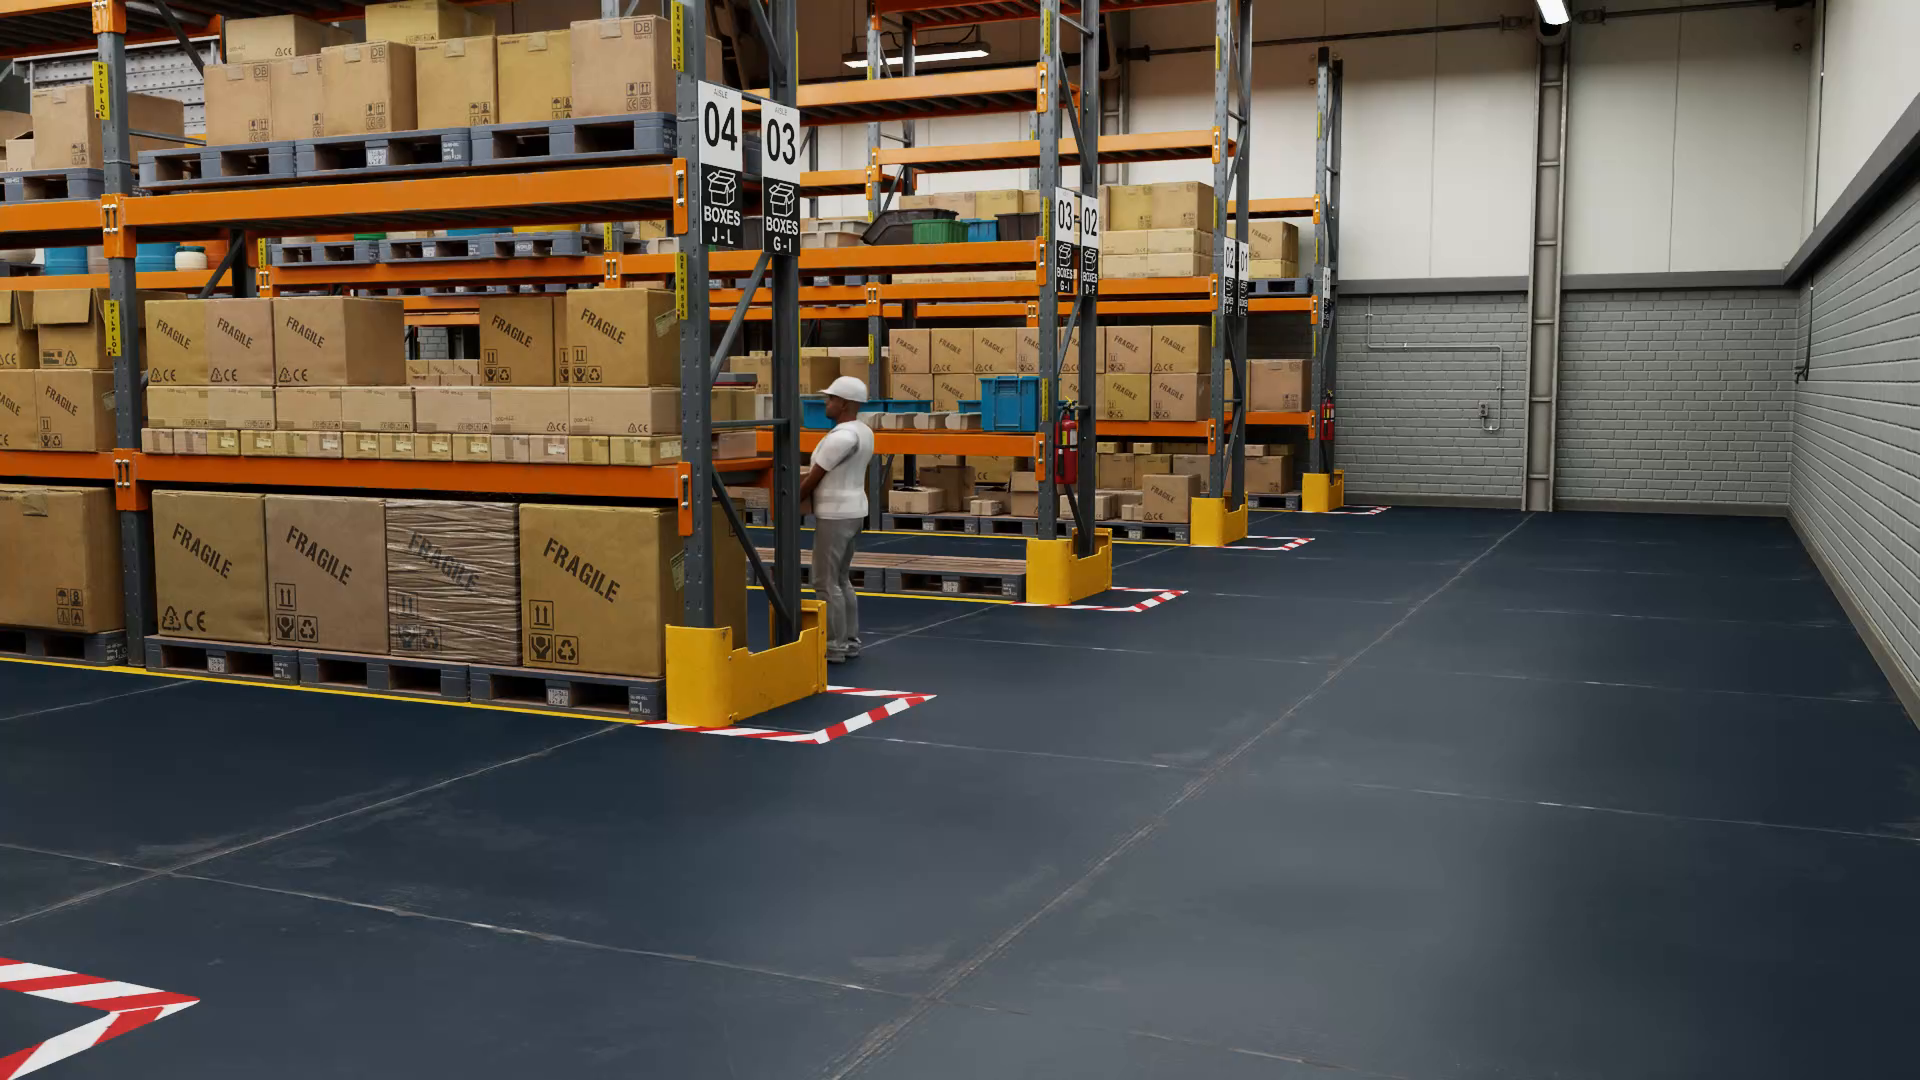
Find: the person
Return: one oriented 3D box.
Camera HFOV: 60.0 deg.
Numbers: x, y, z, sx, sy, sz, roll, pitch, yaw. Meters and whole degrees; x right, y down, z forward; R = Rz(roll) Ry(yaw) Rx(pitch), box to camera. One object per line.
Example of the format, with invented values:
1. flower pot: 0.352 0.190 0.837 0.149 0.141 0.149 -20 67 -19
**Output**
1. person: -0.845 -0.129 10.286 0.587 1.761 0.503 1 6 9
